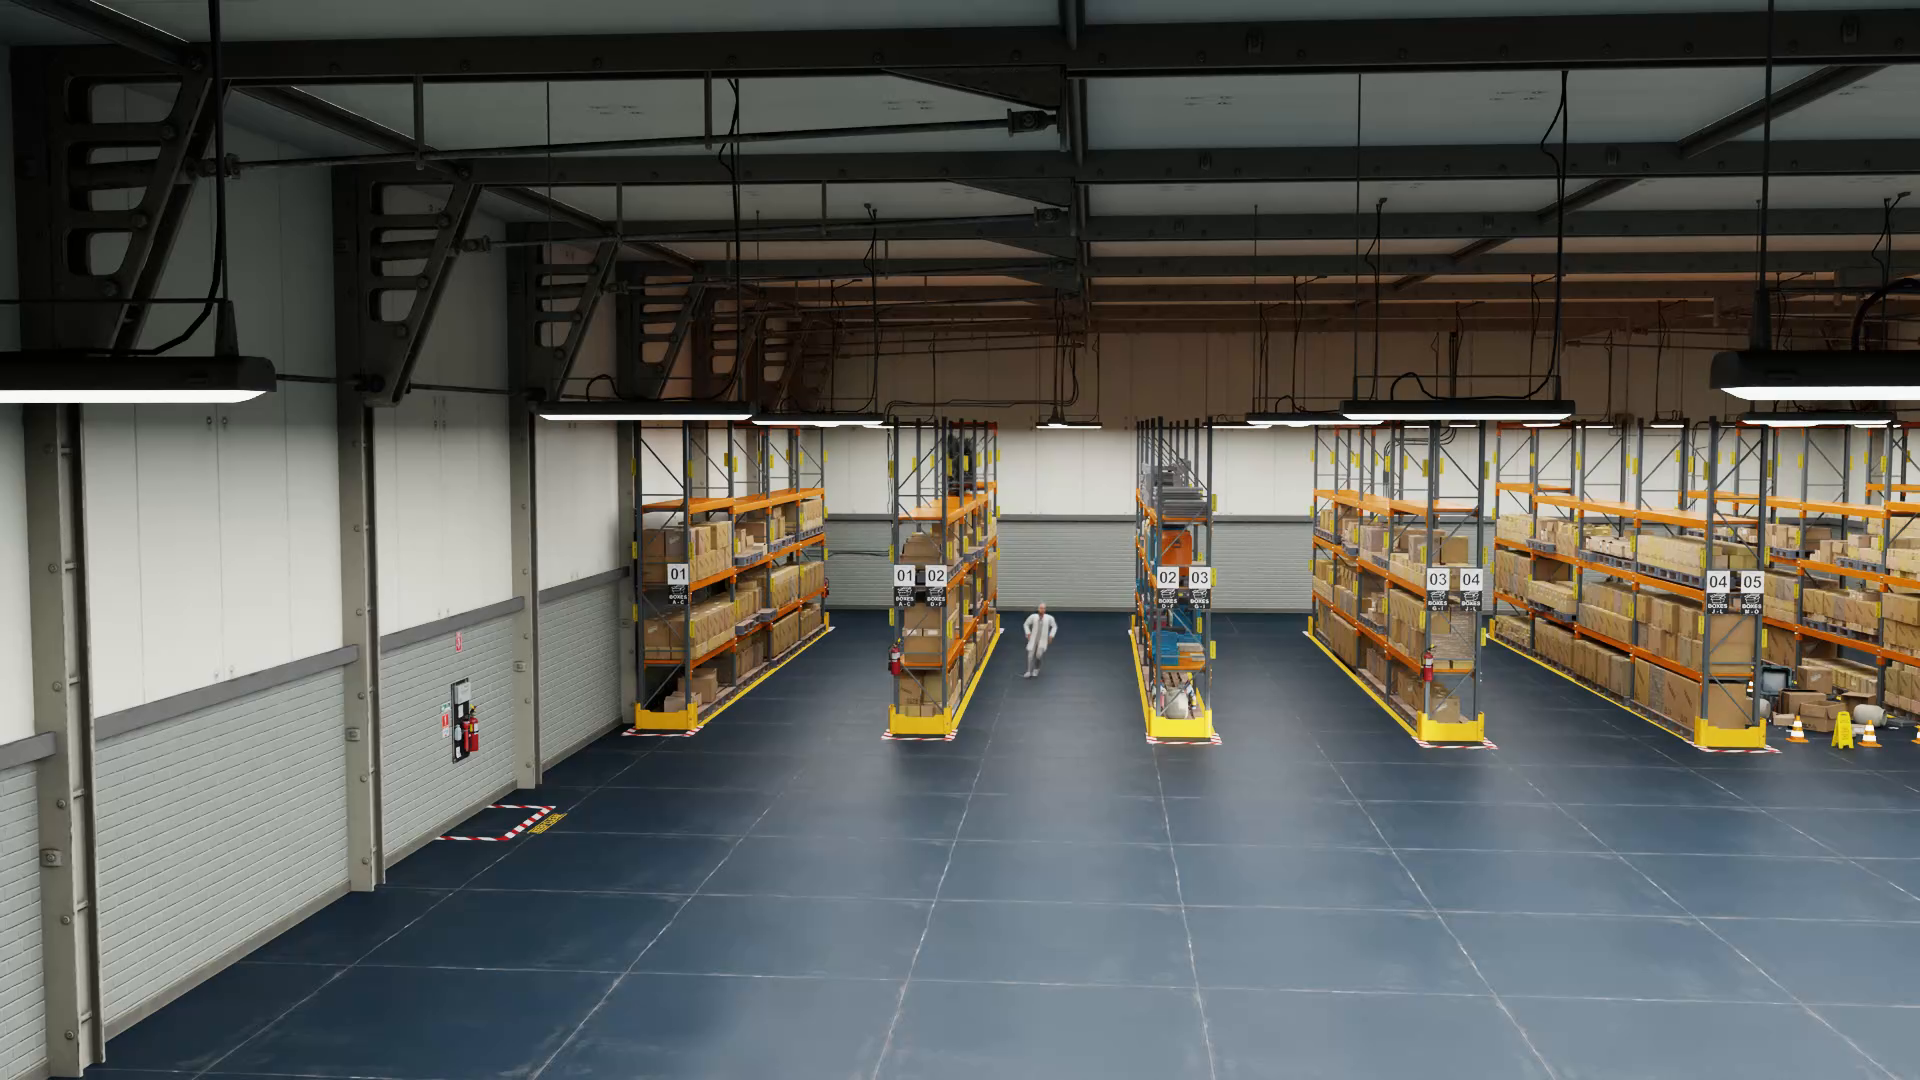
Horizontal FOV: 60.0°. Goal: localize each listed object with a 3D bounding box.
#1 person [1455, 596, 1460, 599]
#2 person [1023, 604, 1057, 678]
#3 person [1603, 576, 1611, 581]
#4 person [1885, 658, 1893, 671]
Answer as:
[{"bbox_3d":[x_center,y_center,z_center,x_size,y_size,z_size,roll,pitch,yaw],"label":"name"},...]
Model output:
[{"bbox_3d":[13.607,1.951,45.809,0.698,1.566,0.995,1,4,16],"label":"person"},{"bbox_3d":[1.843,2.338,38.598,0.773,1.717,0.614,1,4,10],"label":"person"},{"bbox_3d":[18.325,1.824,47.213,0.561,1.637,0.553,0,4,7],"label":"person"},{"bbox_3d":[21.084,2.486,37.713,0.526,1.577,0.758,0,4,-3],"label":"person"}]
